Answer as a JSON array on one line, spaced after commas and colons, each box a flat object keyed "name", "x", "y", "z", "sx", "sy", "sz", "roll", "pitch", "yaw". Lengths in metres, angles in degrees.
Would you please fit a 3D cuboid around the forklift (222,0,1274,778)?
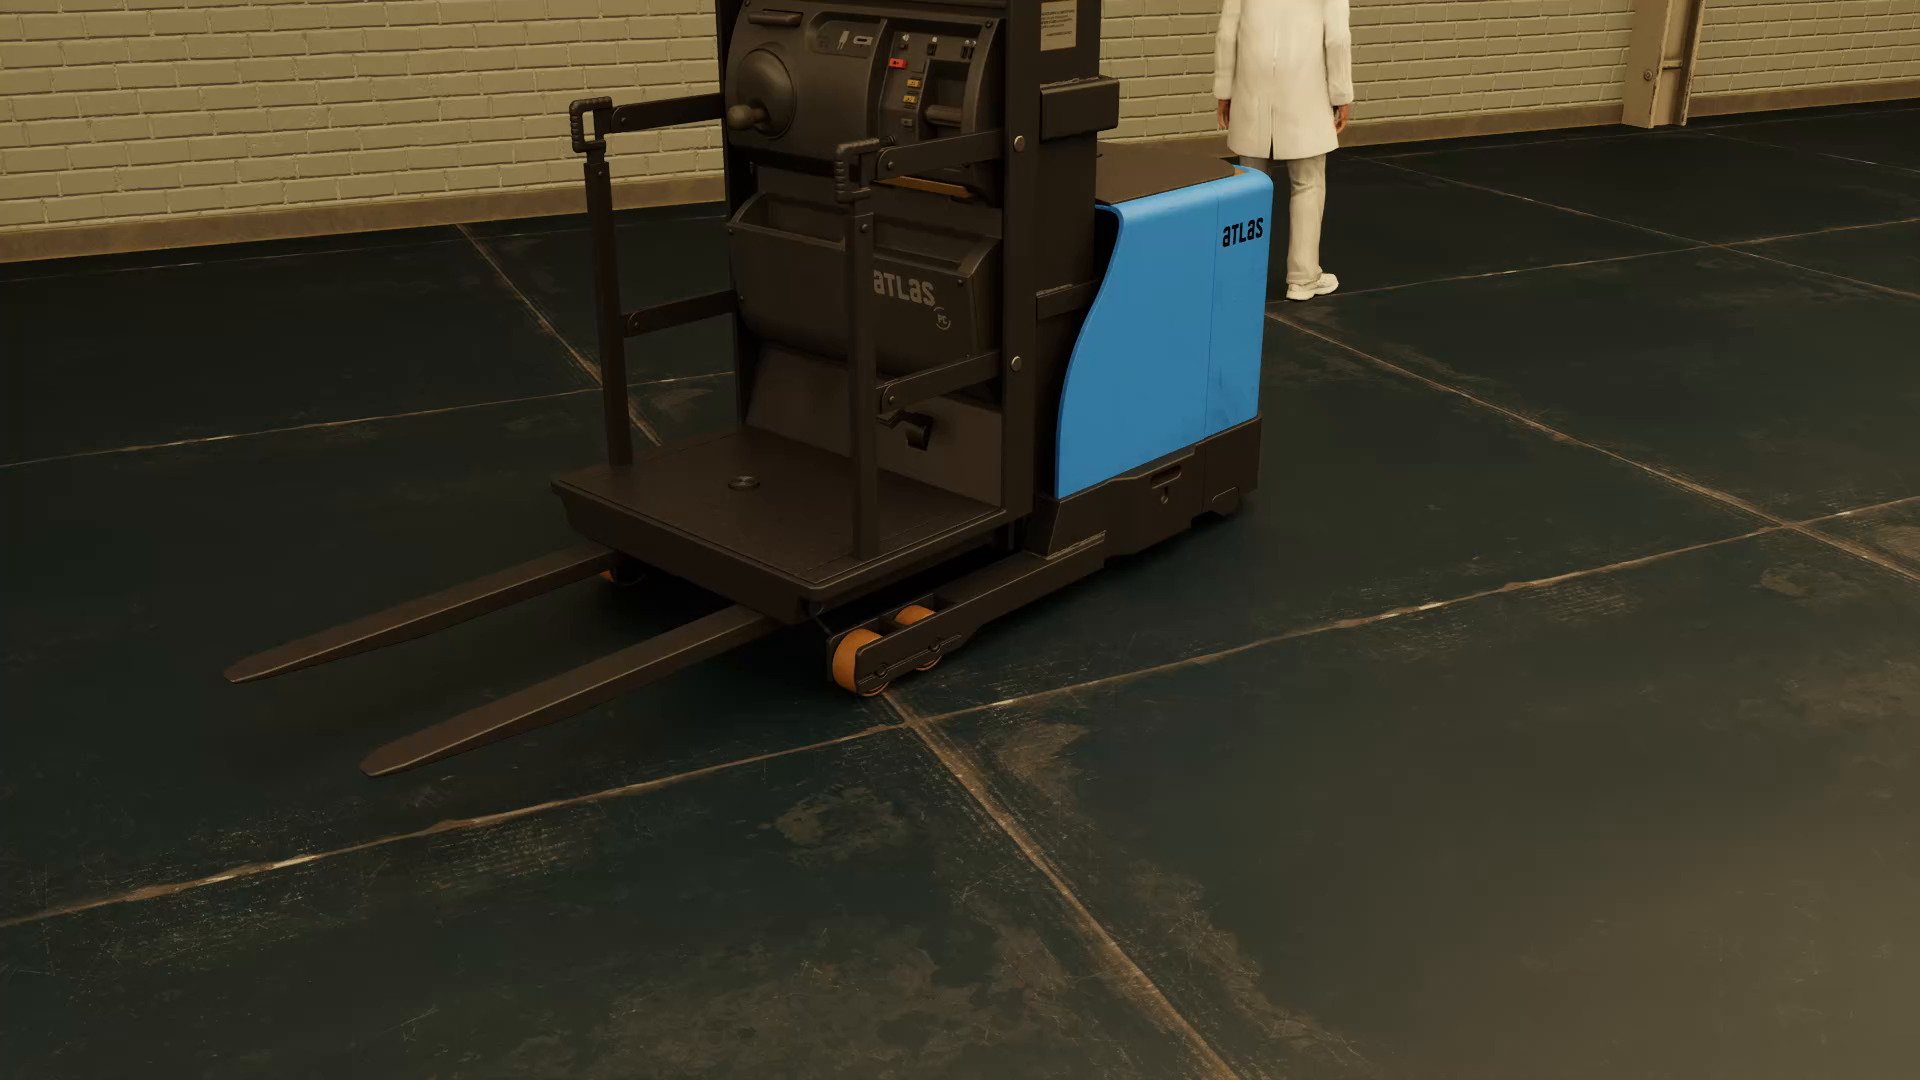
[{"name": "forklift", "x": -0.413, "y": -1.182, "z": 4.131, "sx": 1.130, "sy": 2.935, "sz": 3.031, "roll": 19, "pitch": 29, "yaw": 39}]

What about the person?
[{"name": "person", "x": 1.478, "y": -2.019, "z": 7.653, "sx": 0.655, "sy": 1.775, "sz": 0.425, "roll": 10, "pitch": 25, "yaw": 23}]
